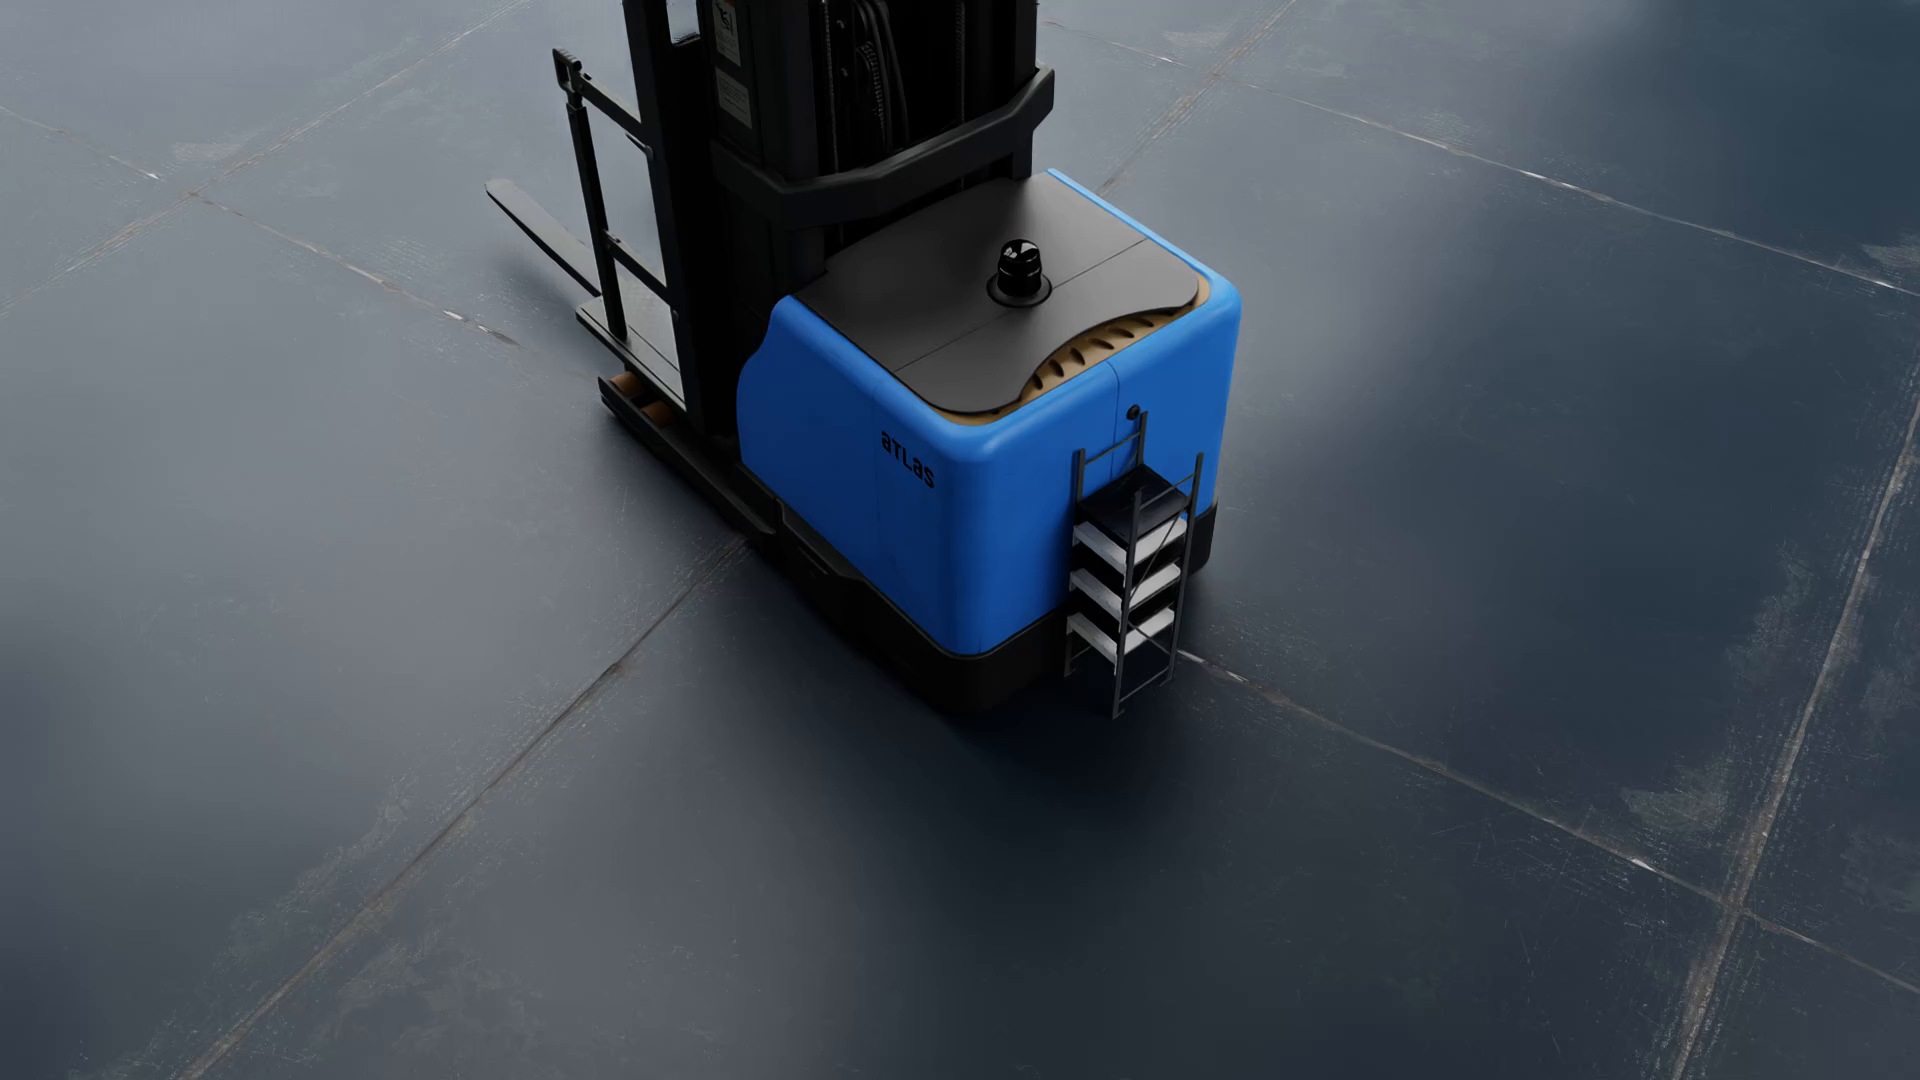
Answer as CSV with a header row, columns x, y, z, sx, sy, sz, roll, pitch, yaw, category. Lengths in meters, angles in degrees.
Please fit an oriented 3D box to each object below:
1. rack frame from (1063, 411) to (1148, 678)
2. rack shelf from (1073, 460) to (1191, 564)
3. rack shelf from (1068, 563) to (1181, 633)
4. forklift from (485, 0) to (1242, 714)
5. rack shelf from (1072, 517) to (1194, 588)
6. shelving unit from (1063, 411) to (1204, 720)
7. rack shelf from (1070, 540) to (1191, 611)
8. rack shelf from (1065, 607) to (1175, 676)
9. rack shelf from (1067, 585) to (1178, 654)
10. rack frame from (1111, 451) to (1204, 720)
x,y,z,sx,sy,sz,roll,pitch,yaw,category
0.395,0.033,4.593,0.240,0.900,0.006,-31,53,-27,rack frame
0.460,-0.076,4.369,0.258,0.077,0.200,-31,53,-27,rack shelf
0.460,0.113,4.563,0.258,0.077,0.200,-31,53,-27,rack shelf
-0.560,-1.524,4.691,1.130,2.935,3.031,-31,53,-27,forklift
0.460,-0.013,4.434,0.258,0.077,0.200,-31,53,-27,rack shelf
0.460,0.089,4.539,0.258,0.900,0.210,-31,53,-27,shelving unit
0.460,0.050,4.498,0.258,0.077,0.200,-31,53,-27,rack shelf
0.460,0.238,4.692,0.258,0.077,0.200,-31,53,-27,rack shelf
0.460,0.175,4.627,0.258,0.077,0.200,-31,53,-27,rack shelf
0.525,0.145,4.485,0.240,0.900,0.006,-31,53,-27,rack frame
